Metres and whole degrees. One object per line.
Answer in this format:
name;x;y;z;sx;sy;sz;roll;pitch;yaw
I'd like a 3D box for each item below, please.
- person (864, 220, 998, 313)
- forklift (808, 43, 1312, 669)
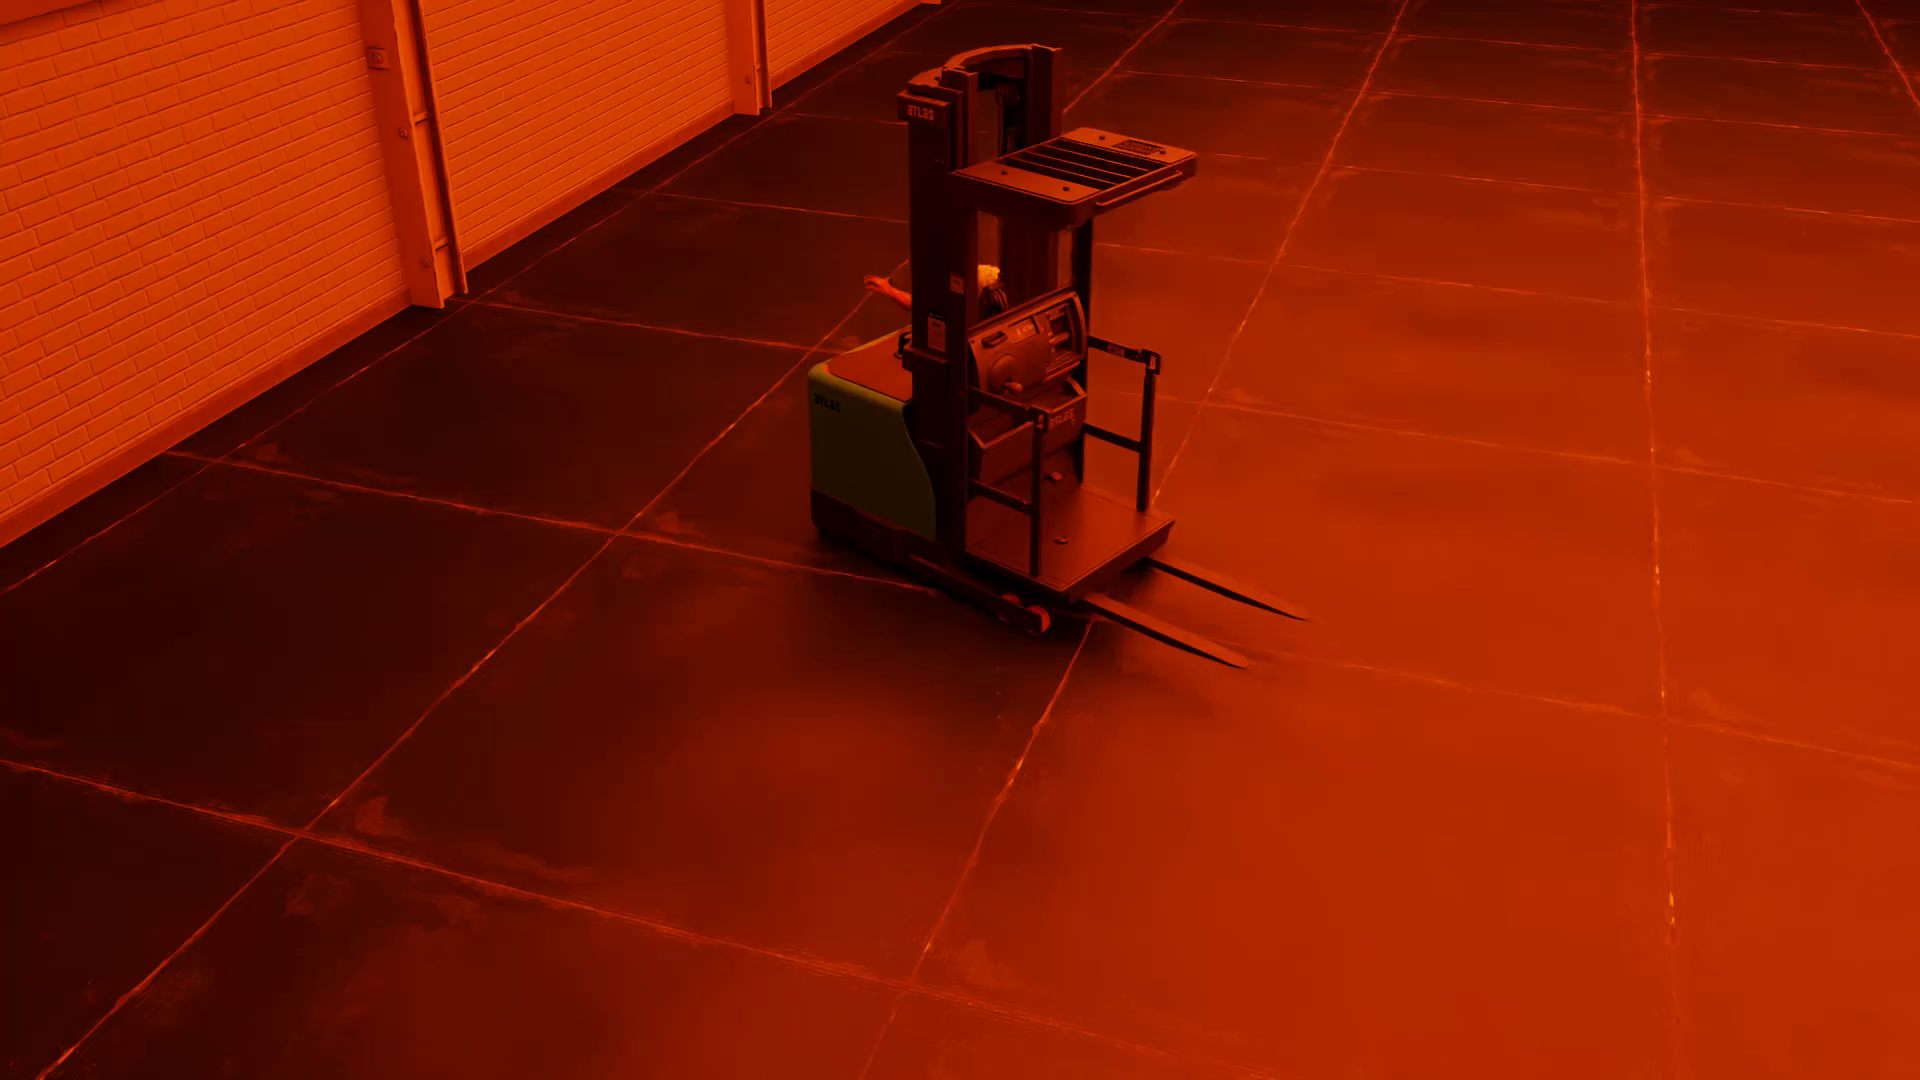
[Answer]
person;0.006;-1.273;10.728;1.154;1.636;0.843;4;30;7
forklift;0.535;-1.042;8.964;3.031;2.935;1.130;23;37;35
